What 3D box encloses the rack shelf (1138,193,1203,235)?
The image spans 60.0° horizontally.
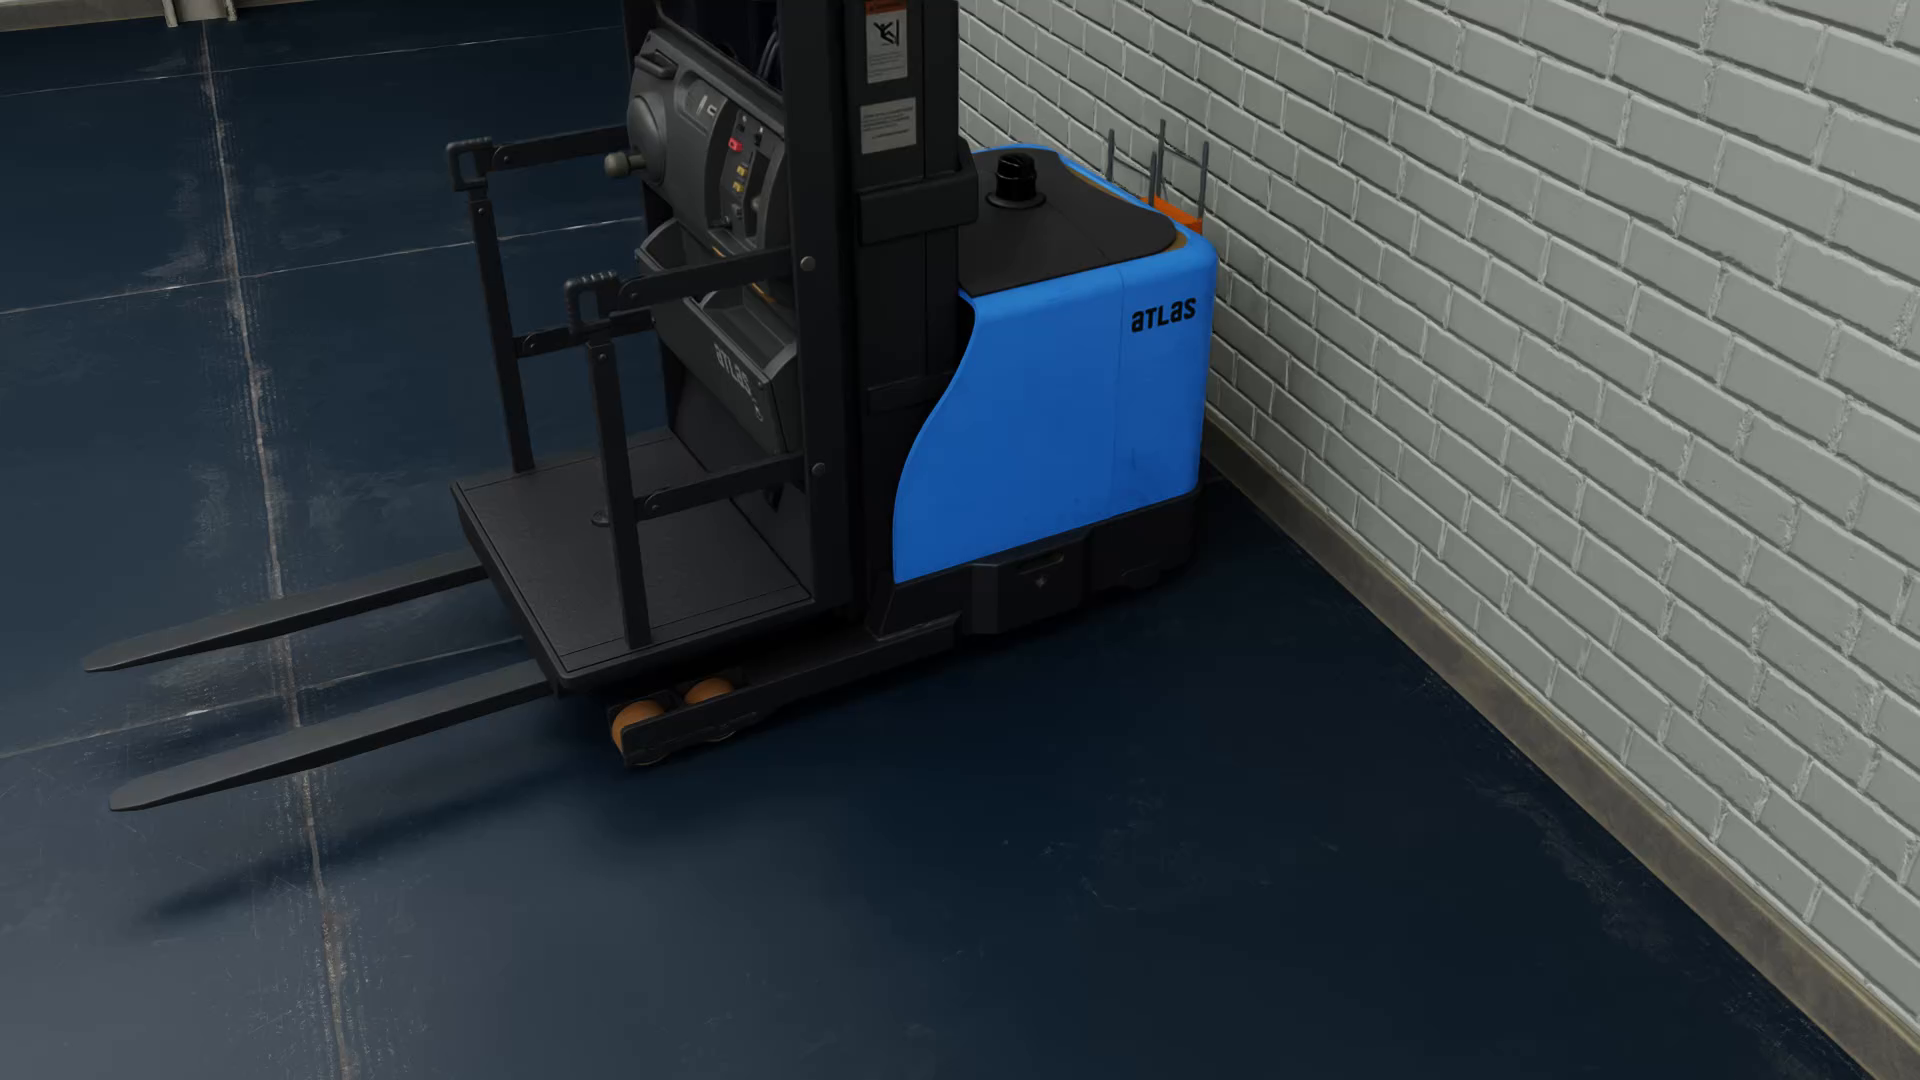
[{"bbox_3d":[0.583,-0.946,5.025,0.180,0.103,0.258,-17,37,-24],"label":"rack shelf"}]

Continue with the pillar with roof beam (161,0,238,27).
[{"bbox_3d":[-2.964,-4.804,4.382,0.400,9.000,9.100,-13,35,-19],"label":"pillar with roof beam"}]

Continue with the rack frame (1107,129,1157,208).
[{"bbox_3d":[0.503,-0.657,5.160,0.006,1.200,0.240,-17,37,-24],"label":"rack frame"}]

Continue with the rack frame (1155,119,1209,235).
[{"bbox_3d":[0.663,-0.706,5.235,0.006,1.200,0.240,-17,37,-24],"label":"rack frame"}]

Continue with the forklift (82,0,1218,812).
[{"bbox_3d":[-0.818,-0.971,4.055,3.031,2.935,1.130,-17,37,-24],"label":"forklift"}]

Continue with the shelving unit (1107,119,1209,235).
[{"bbox_3d":[0.583,-0.682,5.197,0.189,1.200,0.258,-17,37,-24],"label":"shelving unit"}]
